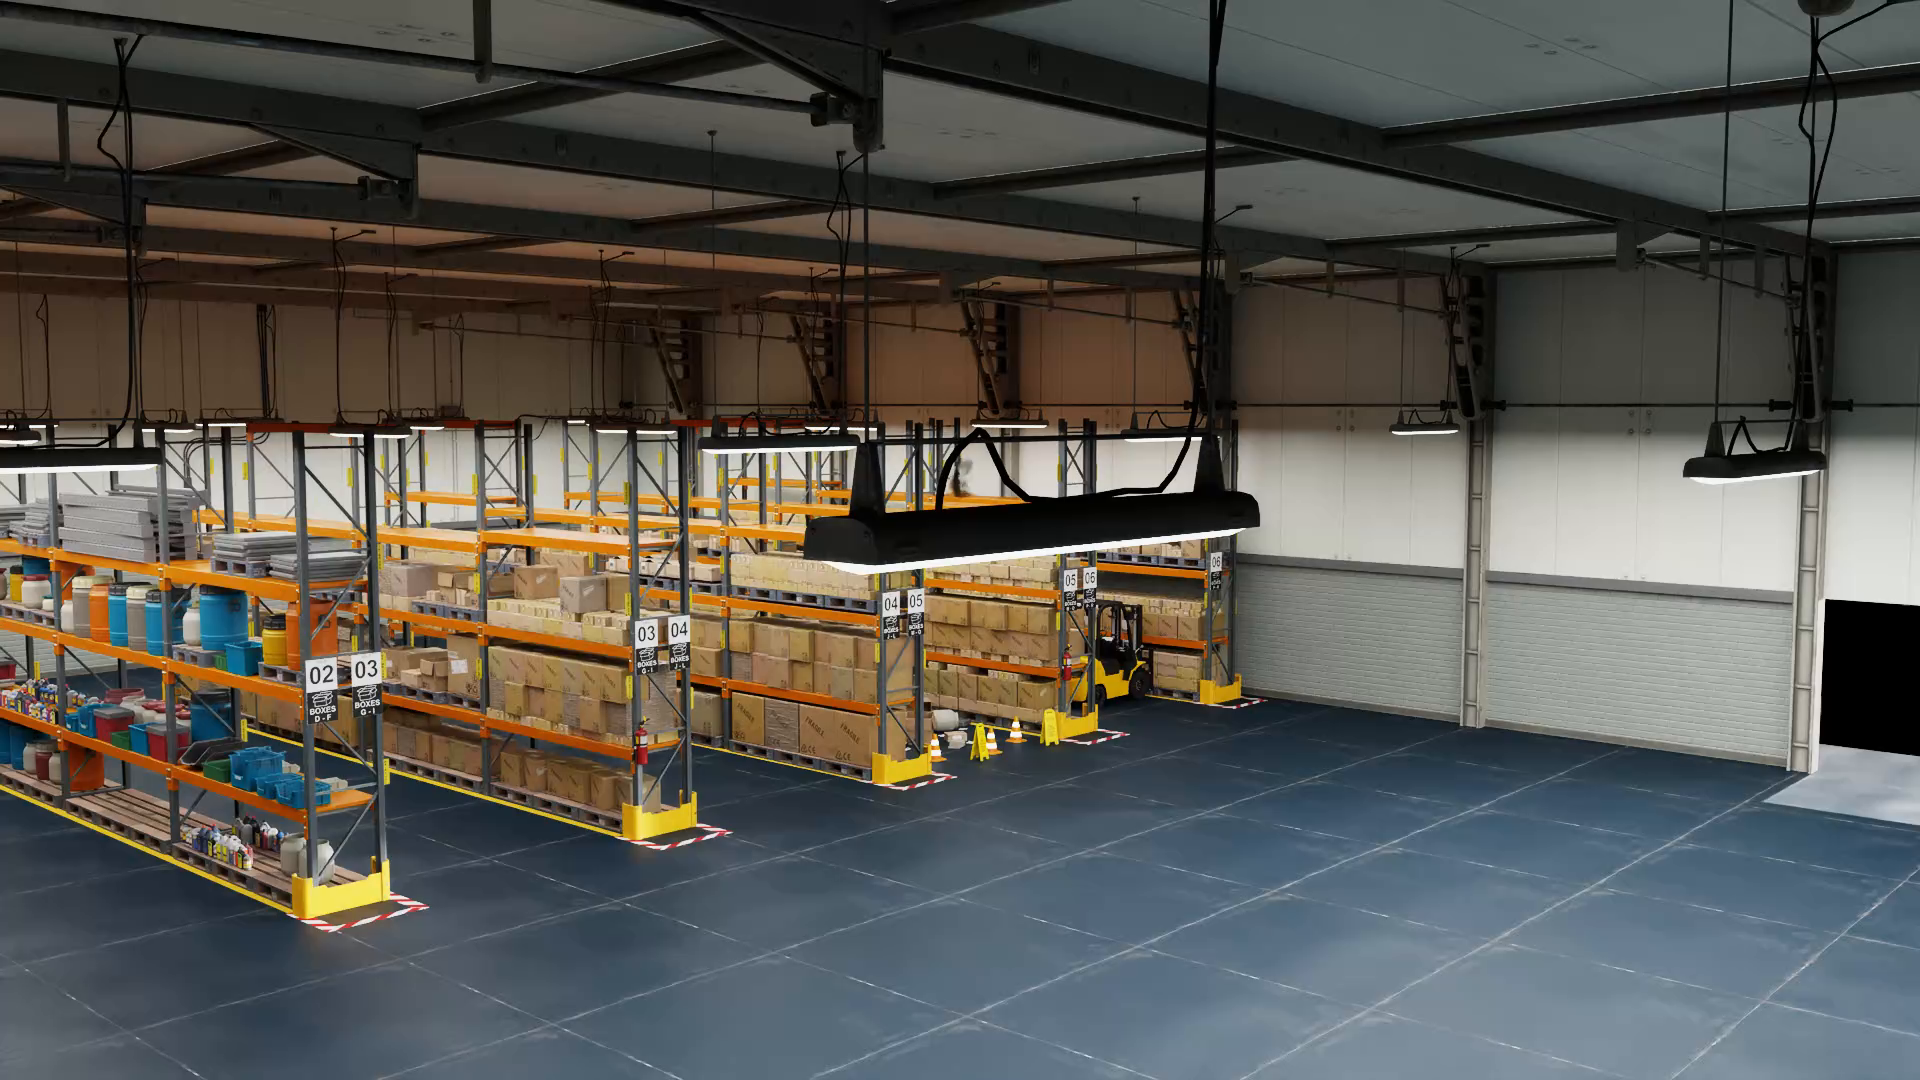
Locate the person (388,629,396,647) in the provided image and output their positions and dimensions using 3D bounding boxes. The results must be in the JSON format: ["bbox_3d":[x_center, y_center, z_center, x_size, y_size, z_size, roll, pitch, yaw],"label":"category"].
[{"bbox_3d":[-11.925,2.681,34.642,0.696,1.671,0.617,3,5,31],"label":"person"}]
